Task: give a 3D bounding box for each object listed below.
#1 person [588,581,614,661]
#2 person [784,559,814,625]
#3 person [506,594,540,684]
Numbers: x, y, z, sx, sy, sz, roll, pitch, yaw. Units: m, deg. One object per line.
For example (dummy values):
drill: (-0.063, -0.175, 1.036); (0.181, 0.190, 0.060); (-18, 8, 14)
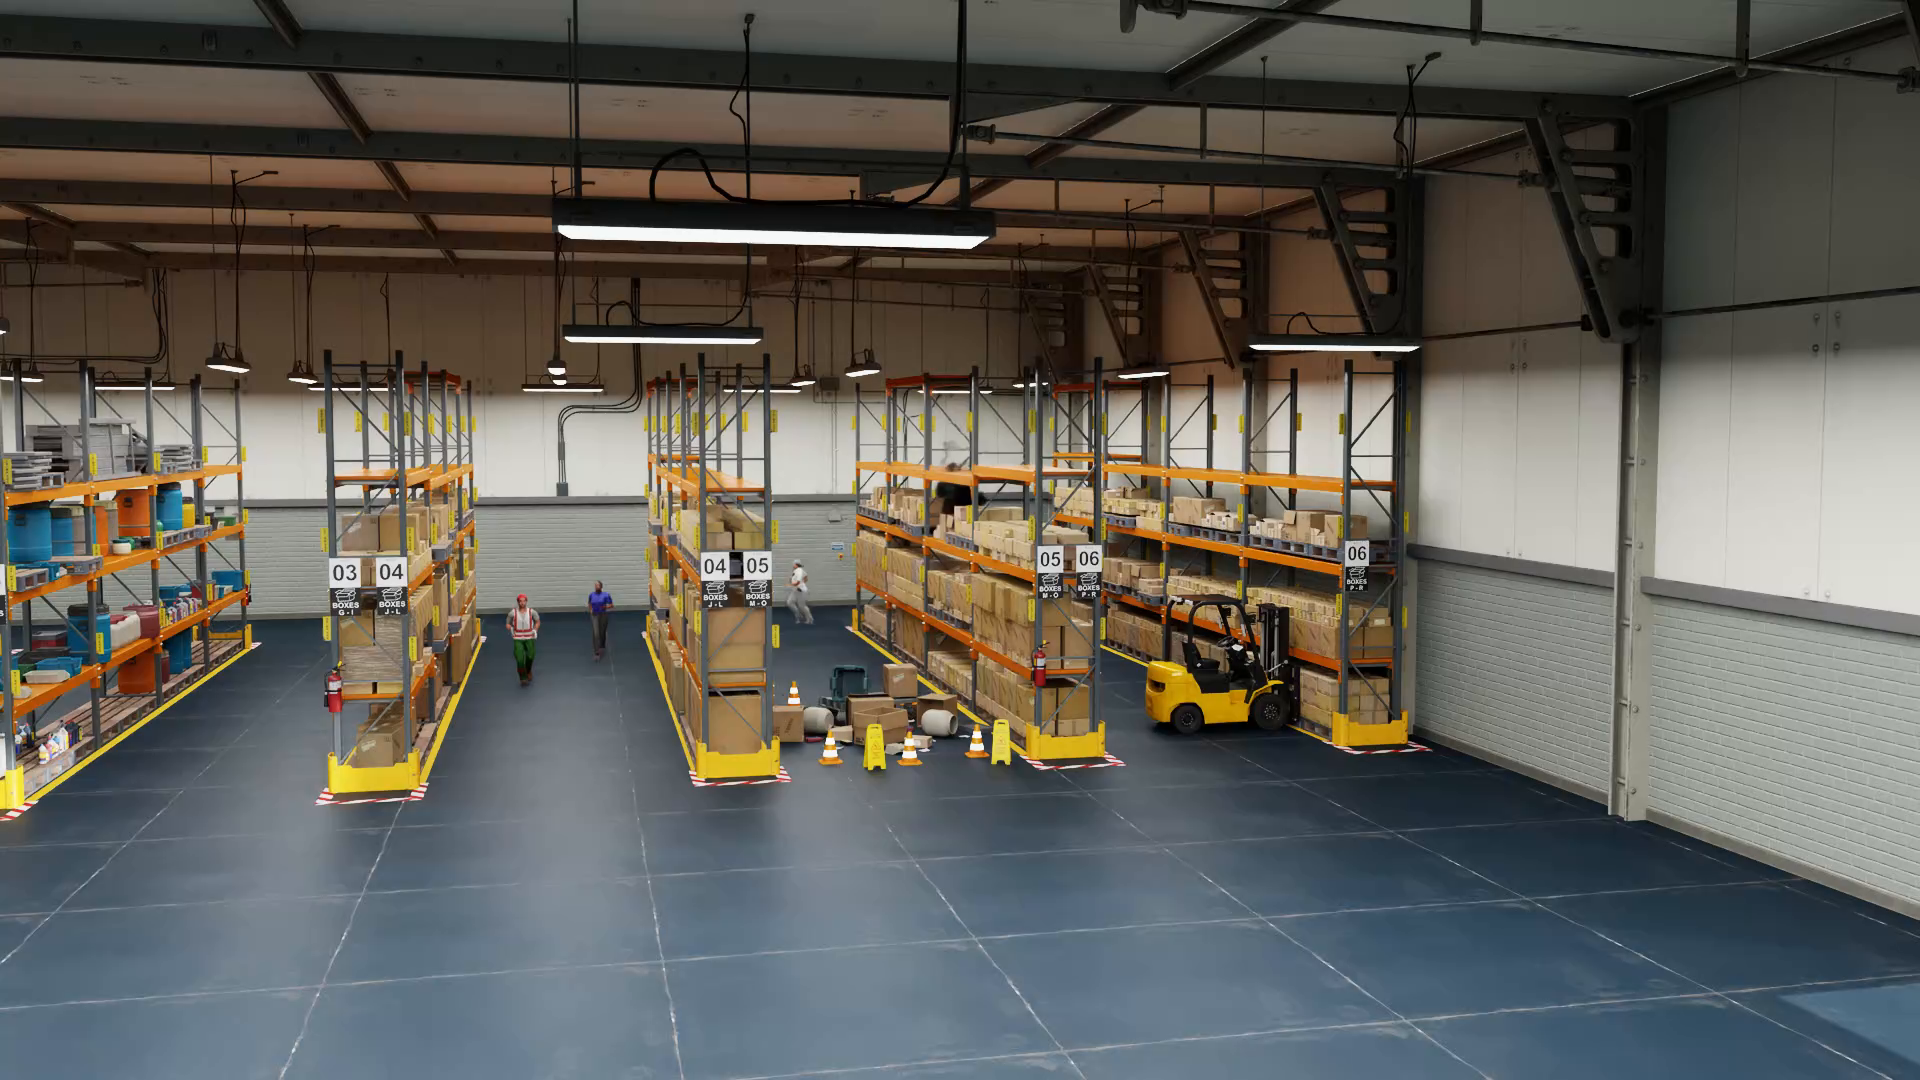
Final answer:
person: (-7.676, 1.706, 35.540); (0.563, 1.686, 0.844); (0, 4, -7)
person: (-4.008, 1.308, 41.359); (0.748, 1.670, 0.572); (-1, 4, -12)
person: (-8.374, 1.907, 31.905); (0.648, 1.740, 0.598); (-1, 4, -17)
